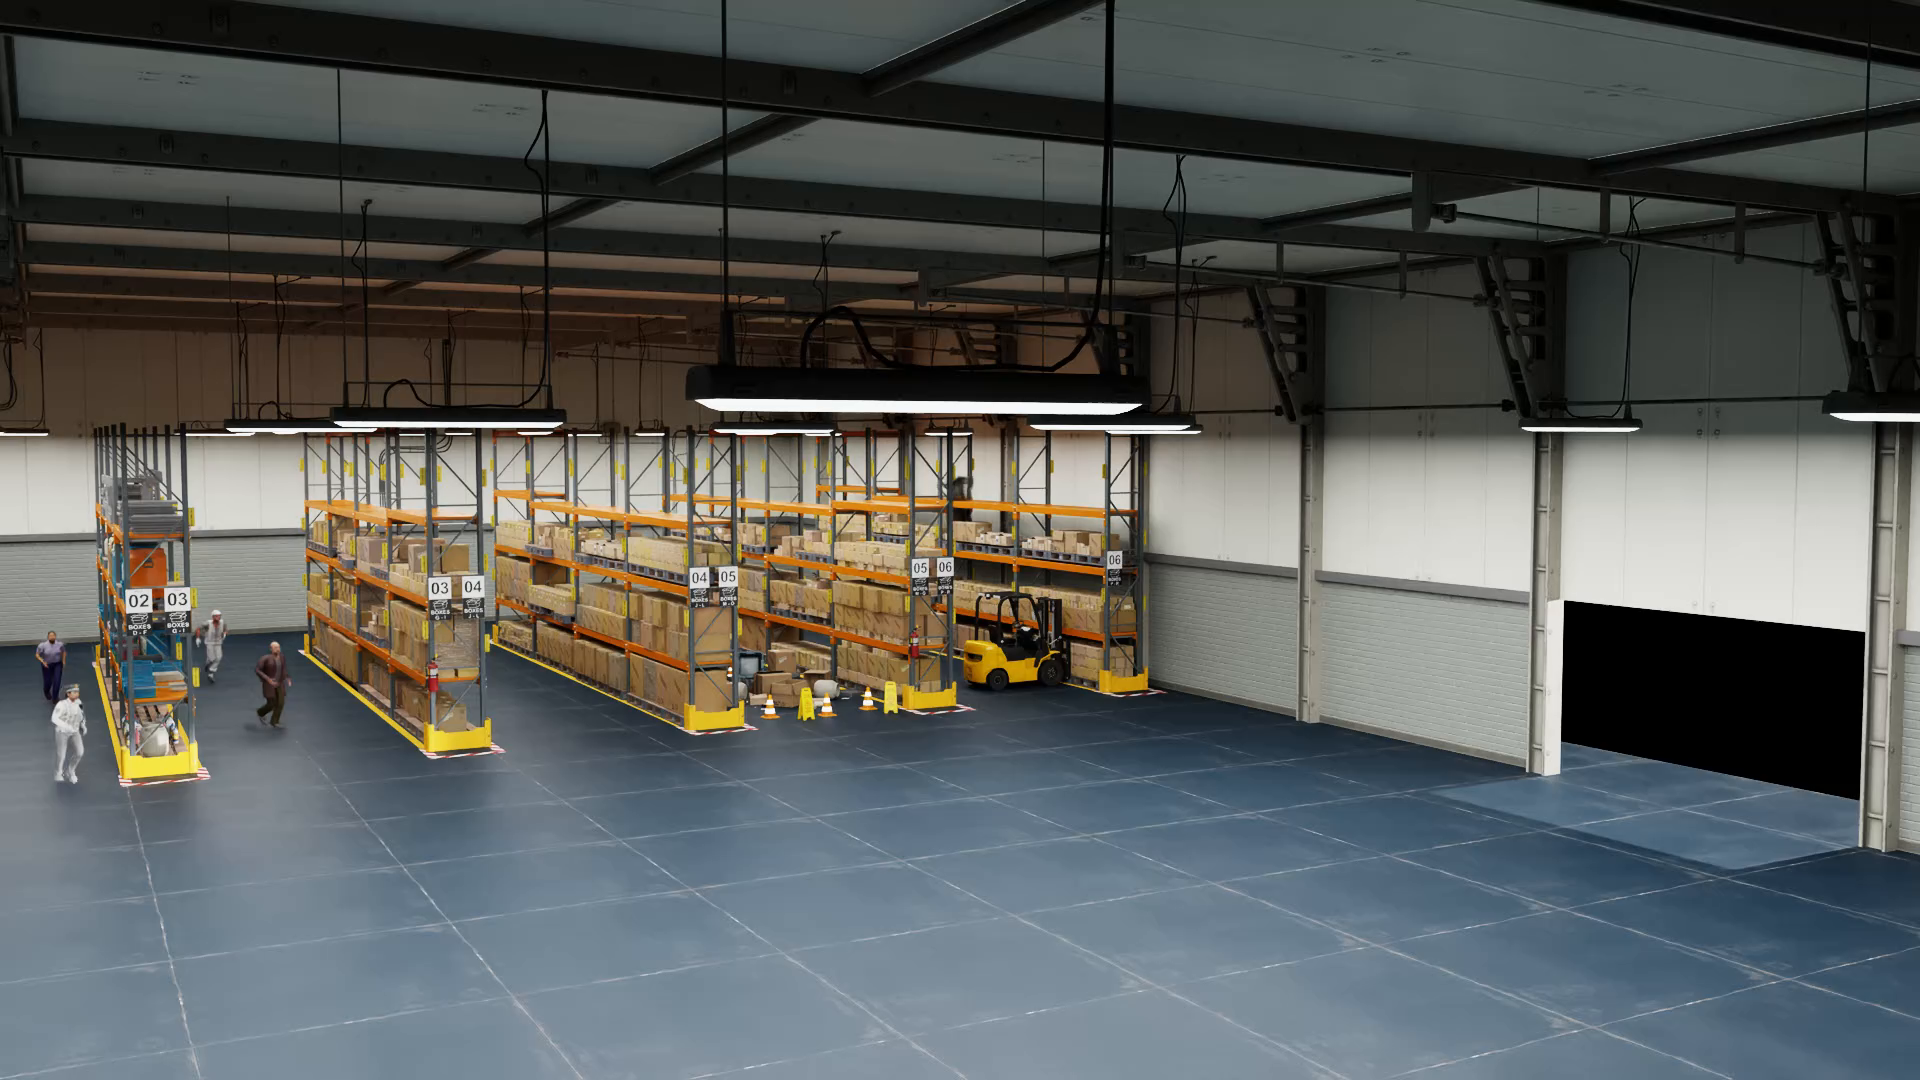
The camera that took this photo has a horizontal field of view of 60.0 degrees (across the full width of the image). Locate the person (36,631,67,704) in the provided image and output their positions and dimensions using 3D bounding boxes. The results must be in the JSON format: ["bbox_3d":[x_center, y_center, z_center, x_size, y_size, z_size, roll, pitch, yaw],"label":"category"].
[{"bbox_3d":[-19.741,2.761,36.132,0.606,1.582,0.638,-2,4,-34],"label":"person"}]

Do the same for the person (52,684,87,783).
[{"bbox_3d":[-14.827,3.227,27.683,0.706,1.683,0.628,3,4,37],"label":"person"}]

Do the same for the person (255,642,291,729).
[{"bbox_3d":[-13.671,2.875,32.970,0.749,1.726,0.702,3,4,37],"label":"person"}]

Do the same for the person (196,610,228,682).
[{"bbox_3d":[-17.659,2.500,39.345,0.684,1.707,0.665,3,5,43],"label":"person"}]
